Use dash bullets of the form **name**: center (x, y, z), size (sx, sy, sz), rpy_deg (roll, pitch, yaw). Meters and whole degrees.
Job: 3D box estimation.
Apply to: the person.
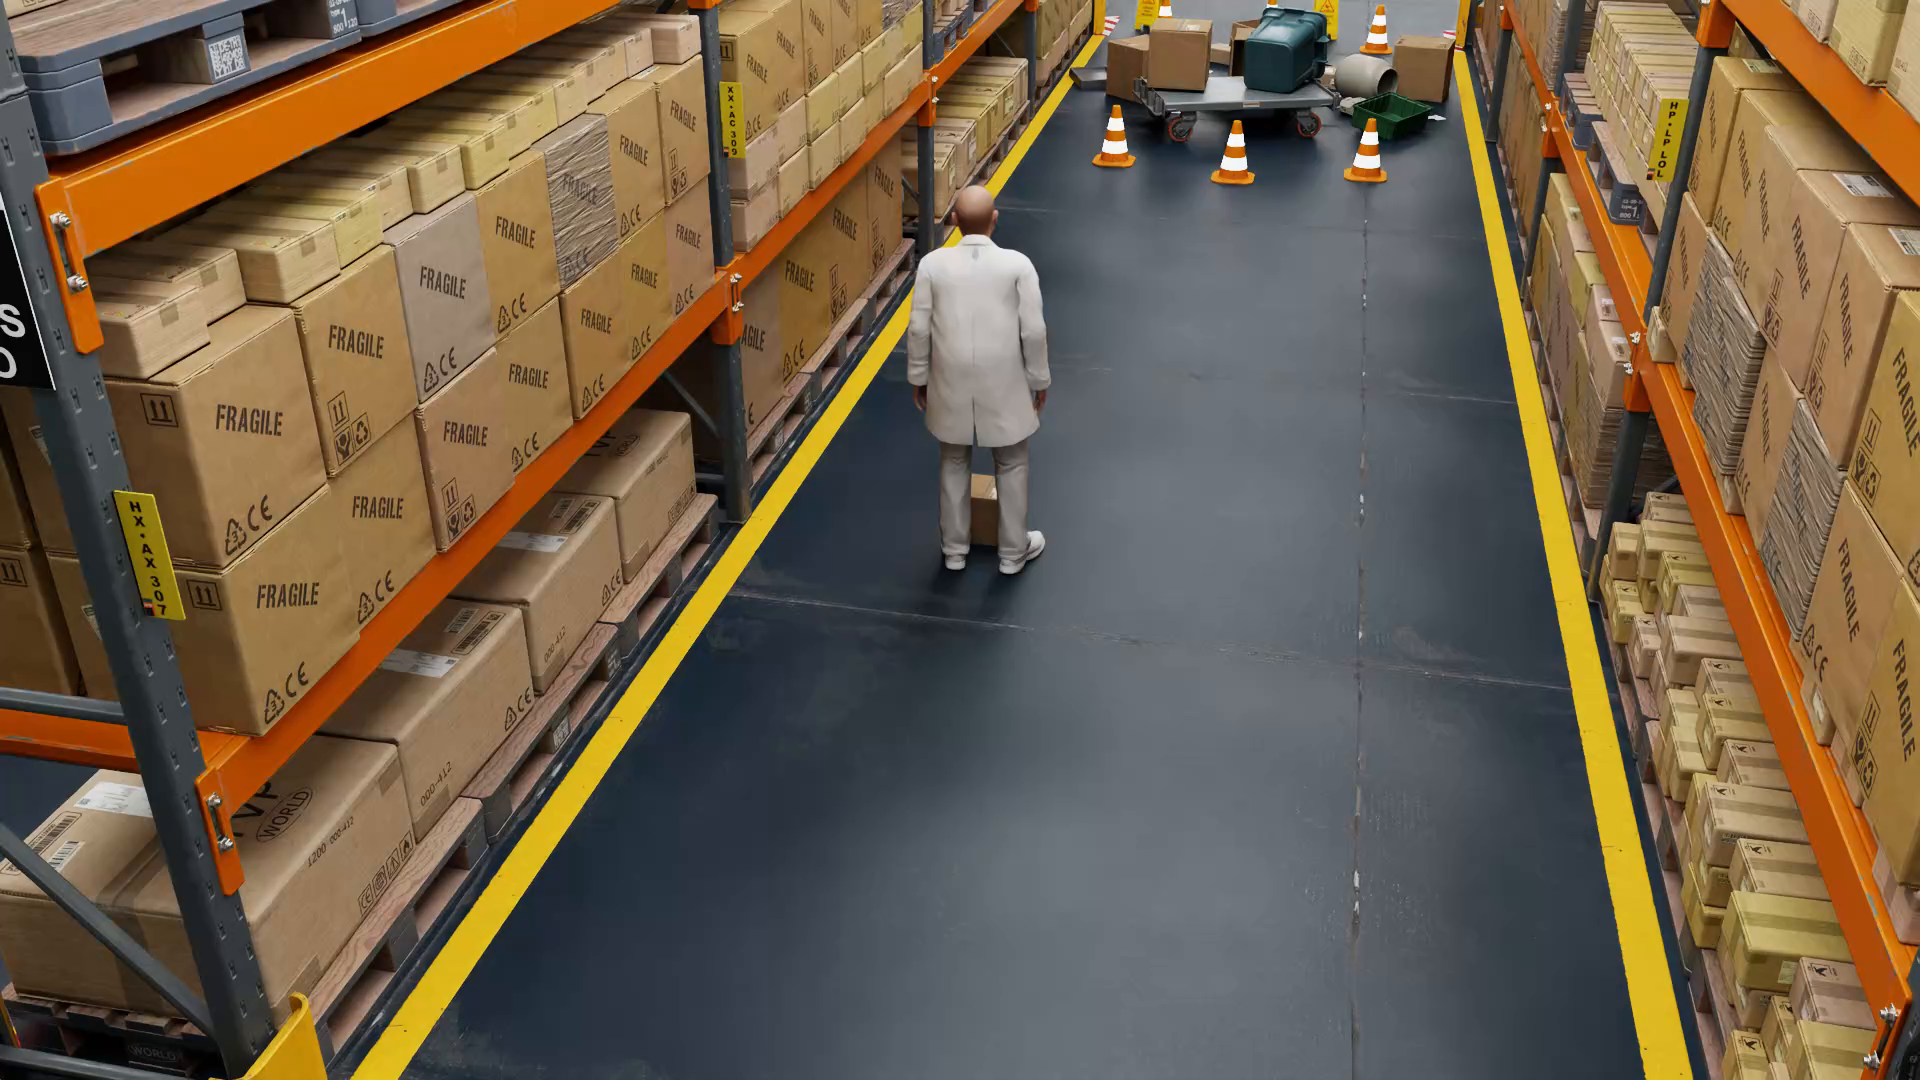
- **person**: center (0.082, -0.697, 7.430), size (0.646, 1.772, 0.429), rpy_deg (4, 29, 8)
